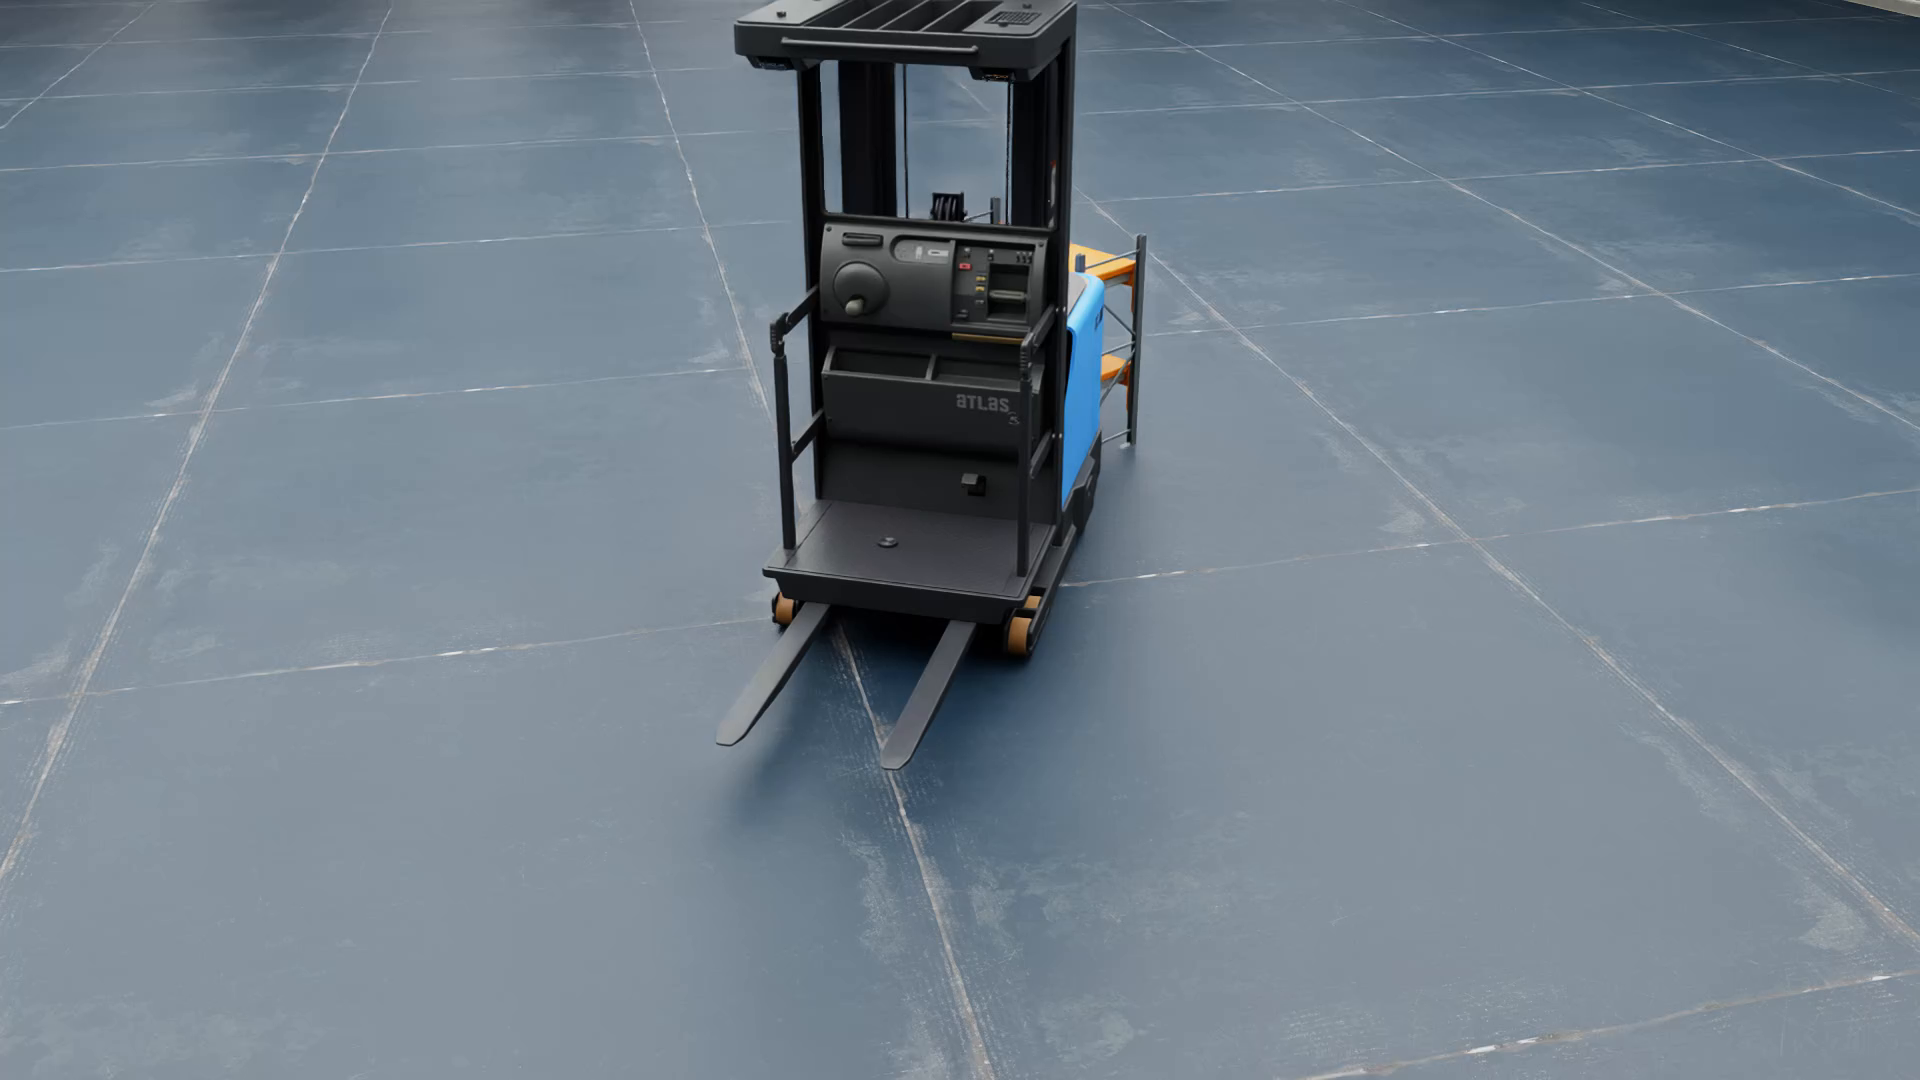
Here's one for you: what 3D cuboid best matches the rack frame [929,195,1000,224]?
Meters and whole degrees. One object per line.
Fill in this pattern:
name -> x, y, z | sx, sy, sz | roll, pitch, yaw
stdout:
rack frame -> 0.025, -1.265, 9.008 | 0.500, 1.125, 0.032 | -24, 35, -39

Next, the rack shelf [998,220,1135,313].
rack shelf -> 0.382, -1.364, 8.554 | 0.538, 0.278, 1.000 | -24, 35, -39

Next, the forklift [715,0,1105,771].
forklift -> -0.163, -1.020, 6.519 | 1.130, 2.935, 3.031 | 7, 28, 13

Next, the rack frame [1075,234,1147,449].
rack frame -> 0.740, -0.939, 8.363 | 0.500, 1.125, 0.032 | -24, 35, -39

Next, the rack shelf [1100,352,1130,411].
rack shelf -> 0.382, -0.884, 8.796 | 0.538, 0.278, 1.000 | -24, 35, -39

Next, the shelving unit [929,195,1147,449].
shelving unit -> 0.382, -1.102, 8.685 | 0.538, 1.125, 1.048 | -24, 35, -39
